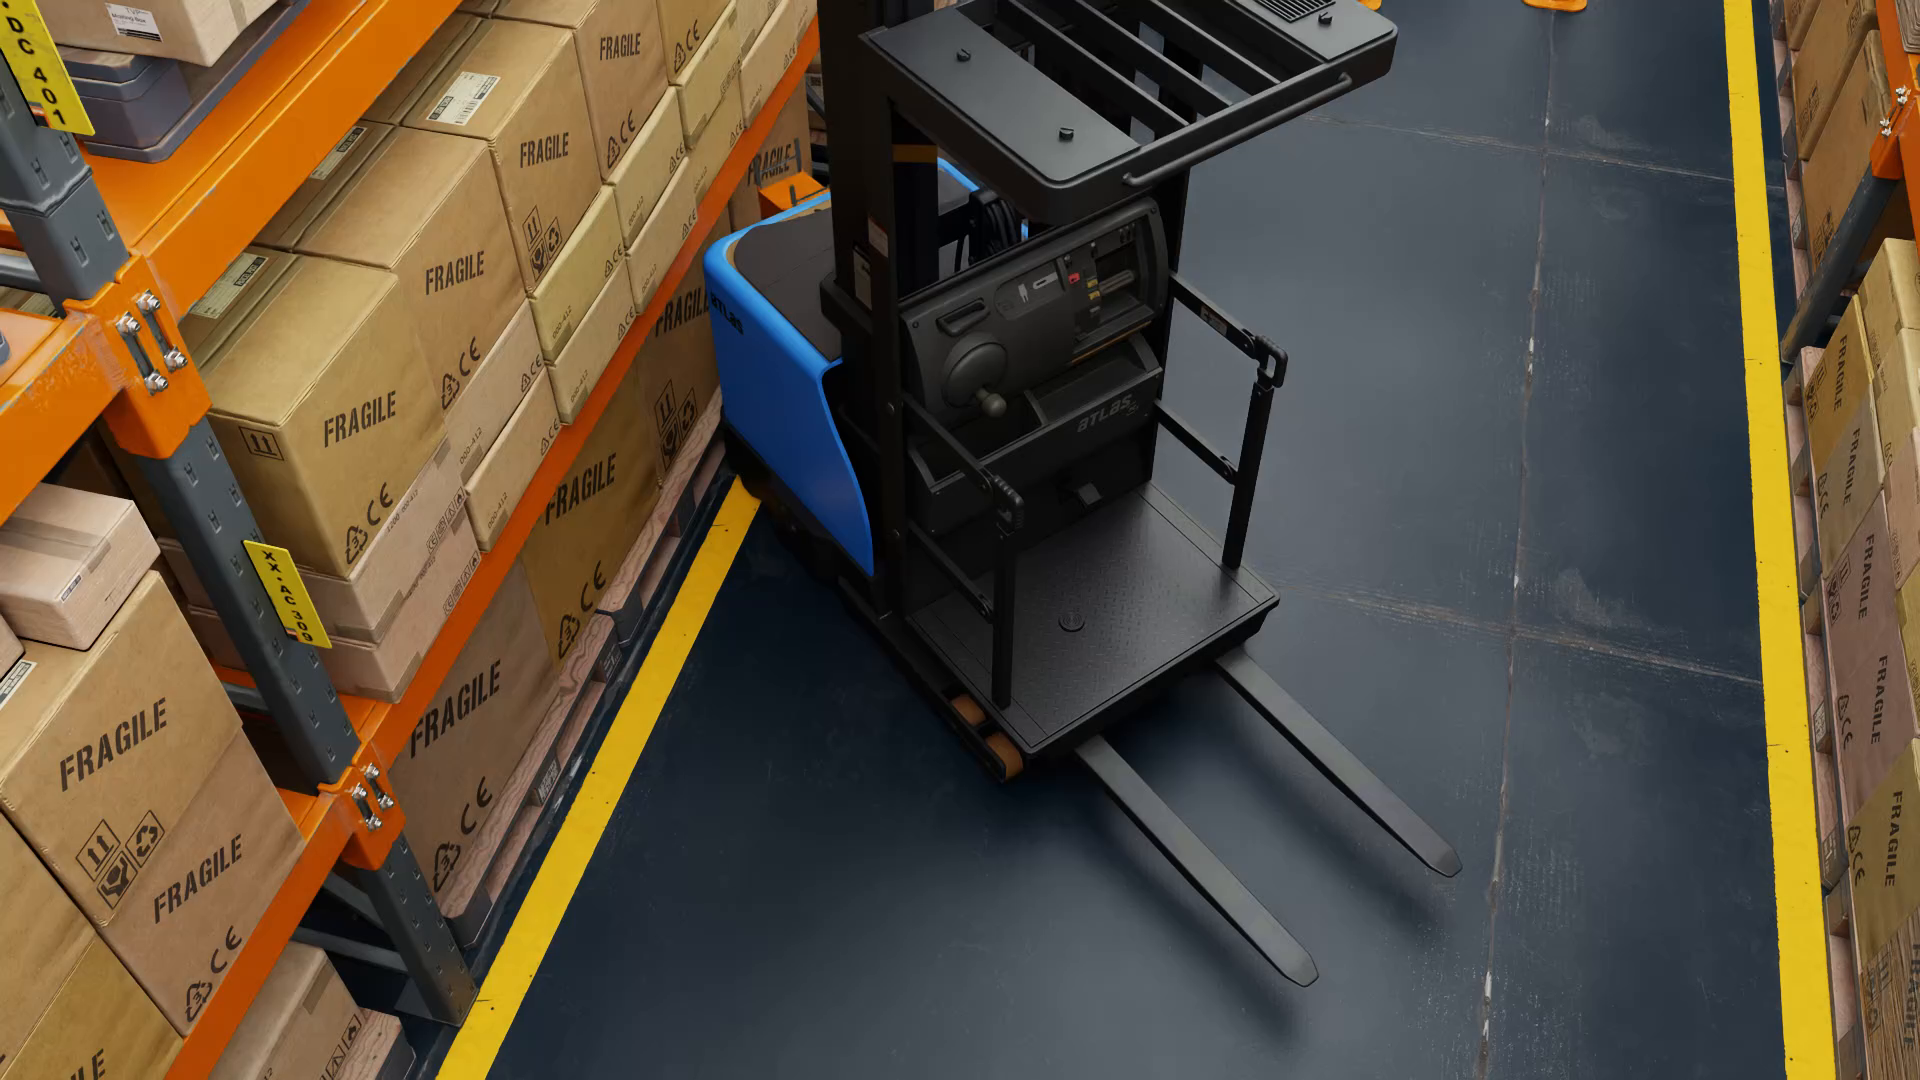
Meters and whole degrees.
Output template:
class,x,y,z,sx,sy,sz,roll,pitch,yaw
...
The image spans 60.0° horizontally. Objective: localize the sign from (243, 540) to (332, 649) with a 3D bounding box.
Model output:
class,x,y,z,sx,sy,sz,roll,pitch,yaw
sign,-1.418,0.119,3.514,0.100,0.325,0.005,12,50,10

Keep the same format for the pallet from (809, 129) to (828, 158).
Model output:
class,x,y,z,sx,sy,sz,roll,pitch,yaw
pallet,-0.694,-2.213,8.062,1.003,0.211,1.213,12,50,10

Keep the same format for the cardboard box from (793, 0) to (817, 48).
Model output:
class,x,y,z,sx,sy,sz,roll,pitch,yaw
cardboard box,-0.784,-2.104,6.206,0.500,0.250,0.500,10,49,9

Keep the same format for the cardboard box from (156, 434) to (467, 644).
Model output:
class,x,y,z,sx,sy,sz,roll,pitch,yaw
cardboard box,-1.566,-0.055,4.065,0.500,0.250,0.500,10,49,9

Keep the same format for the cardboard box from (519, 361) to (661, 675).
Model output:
class,x,y,z,sx,sy,sz,roll,pitch,yaw
cardboard box,-1.638,-0.232,5.591,0.875,0.875,0.875,13,50,11

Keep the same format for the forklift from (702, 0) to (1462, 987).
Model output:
class,x,y,z,sx,sy,sz,roll,pitch,yaw
forklift,0.371,-0.590,4.816,1.130,2.935,3.031,-29,55,-23

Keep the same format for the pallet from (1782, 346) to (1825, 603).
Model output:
class,x,y,z,sx,sy,sz,roll,pitch,yaw
pallet,3.694,-0.179,6.267,1.003,0.211,1.213,12,50,10

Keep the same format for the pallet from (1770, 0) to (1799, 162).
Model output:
class,x,y,z,sx,sy,sz,roll,pitch,yaw
pallet,4.504,-2.179,8.032,1.003,0.211,1.213,12,50,10

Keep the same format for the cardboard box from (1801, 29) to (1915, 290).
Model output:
class,x,y,z,sx,sy,sz,roll,pitch,yaw
cardboard box,4.148,-1.484,6.779,1.050,0.750,0.750,11,49,10

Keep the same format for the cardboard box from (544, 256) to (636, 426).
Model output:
class,x,y,z,sx,sy,sz,roll,pitch,yaw
cardboard box,-1.298,-0.636,4.910,0.500,0.250,0.500,11,50,10

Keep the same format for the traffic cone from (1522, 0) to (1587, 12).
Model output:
class,x,y,z,sx,sy,sz,roll,pitch,yaw
traffic cone,3.144,-3.048,8.632,0.336,0.463,0.334,12,50,10

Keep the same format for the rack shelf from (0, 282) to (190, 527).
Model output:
class,x,y,z,sx,sy,sz,roll,pitch,yaw
rack shelf,-2.480,1.015,1.833,1.077,0.370,4.000,12,50,10

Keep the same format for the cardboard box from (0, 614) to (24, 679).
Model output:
class,x,y,z,sx,sy,sz,roll,pitch,yaw
cardboard box,-1.902,0.199,2.907,0.380,0.149,0.250,13,50,11

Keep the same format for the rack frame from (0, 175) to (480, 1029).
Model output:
class,x,y,z,sx,sy,sz,roll,pitch,yaw
rack frame,-1.954,0.323,3.964,1.000,3.000,0.127,12,50,10

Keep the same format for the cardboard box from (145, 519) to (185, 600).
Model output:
class,x,y,z,sx,sy,sz,roll,pitch,yaw
cardboard box,-2.072,-0.160,4.157,0.500,0.250,0.500,12,50,10

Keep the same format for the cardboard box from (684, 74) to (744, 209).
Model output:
class,x,y,z,sx,sy,sz,roll,pitch,yaw
cardboard box,-1.051,-1.370,5.559,0.500,0.250,0.500,11,50,10

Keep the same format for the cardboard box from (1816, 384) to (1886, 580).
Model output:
class,x,y,z,sx,sy,sz,roll,pitch,yaw
cardboard box,3.340,-0.153,5.771,0.500,0.500,0.500,12,50,10

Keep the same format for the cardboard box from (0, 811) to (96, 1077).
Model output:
class,x,y,z,sx,sy,sz,roll,pitch,yaw
cardboard box,-1.953,0.720,2.880,0.500,0.500,0.500,11,49,9

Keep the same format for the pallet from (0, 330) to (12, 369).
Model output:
class,x,y,z,sx,sy,sz,roll,pitch,yaw
pallet,-2.179,-0.051,2.352,1.003,0.211,1.213,12,50,10

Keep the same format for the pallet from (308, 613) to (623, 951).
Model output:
class,x,y,z,sx,sy,sz,roll,pitch,yaw
pallet,-1.824,0.673,5.516,1.003,0.211,1.213,12,50,10

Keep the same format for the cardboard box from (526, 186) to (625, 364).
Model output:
class,x,y,z,sx,sy,sz,roll,pitch,yaw
cardboard box,-1.297,-0.798,4.720,0.500,0.250,0.500,12,50,11

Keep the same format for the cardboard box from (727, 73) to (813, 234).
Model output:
class,x,y,z,sx,sy,sz,roll,pitch,yaw
cardboard box,-1.163,-1.523,6.731,0.875,0.875,0.875,11,50,10

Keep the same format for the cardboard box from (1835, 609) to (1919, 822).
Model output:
class,x,y,z,sx,sy,sz,roll,pitch,yaw
cardboard box,3.075,0.589,5.117,0.500,0.500,0.500,11,49,9

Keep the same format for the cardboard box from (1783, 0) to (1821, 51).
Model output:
class,x,y,z,sx,sy,sz,roll,pitch,yaw
cardboard box,4.620,-2.791,7.933,1.050,0.750,0.750,12,50,10

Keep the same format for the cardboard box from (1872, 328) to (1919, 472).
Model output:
class,x,y,z,sx,sy,sz,roll,pitch,yaw
cardboard box,3.353,-0.409,5.497,0.500,0.250,0.500,11,49,10

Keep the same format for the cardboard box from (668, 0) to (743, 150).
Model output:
class,x,y,z,sx,sy,sz,roll,pitch,yaw
cardboard box,-1.030,-1.540,5.375,0.500,0.250,0.500,10,49,9

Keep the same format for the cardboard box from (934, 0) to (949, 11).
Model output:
class,x,y,z,sx,sy,sz,roll,pitch,yaw
cardboard box,-0.556,-2.782,8.177,0.950,0.372,0.625,11,49,9

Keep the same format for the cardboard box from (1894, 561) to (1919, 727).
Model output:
class,x,y,z,sx,sy,sz,roll,pitch,yaw
cardboard box,3.074,0.324,4.851,0.500,0.250,0.500,10,49,8

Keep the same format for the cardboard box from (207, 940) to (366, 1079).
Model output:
class,x,y,z,sx,sy,sz,roll,pitch,yaw
cardboard box,-2.223,1.465,4.385,0.875,0.438,0.875,11,49,9

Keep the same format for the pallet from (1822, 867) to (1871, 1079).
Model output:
class,x,y,z,sx,sy,sz,roll,pitch,yaw
pallet,3.052,1.586,4.709,1.003,0.211,1.213,12,50,10

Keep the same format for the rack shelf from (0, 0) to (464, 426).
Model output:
class,x,y,z,sx,sy,sz,roll,pitch,yaw
rack shelf,-1.428,-1.878,4.386,1.077,0.370,4.000,12,50,10

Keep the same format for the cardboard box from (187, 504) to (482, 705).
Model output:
class,x,y,z,sx,sy,sz,roll,pitch,yaw
cardboard box,-1.583,0.106,4.255,0.500,0.250,0.500,11,49,9

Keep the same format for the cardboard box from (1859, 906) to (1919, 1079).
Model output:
class,x,y,z,sx,sy,sz,roll,pitch,yaw
cardboard box,2.800,1.330,4.463,0.500,0.500,0.500,11,49,9

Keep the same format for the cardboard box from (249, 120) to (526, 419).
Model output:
class,x,y,z,sx,sy,sz,roll,pitch,yaw
cardboard box,-1.454,-0.676,4.112,0.500,0.500,0.500,11,50,10

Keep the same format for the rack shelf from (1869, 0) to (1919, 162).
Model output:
class,x,y,z,sx,sy,sz,roll,pitch,yaw
rack shelf,4.427,-2.875,7.267,1.077,0.370,4.000,12,50,10

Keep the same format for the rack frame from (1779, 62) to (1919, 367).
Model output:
class,x,y,z,sx,sy,sz,roll,pitch,yaw
rack frame,3.901,-1.667,5.720,1.000,3.000,0.127,12,50,10

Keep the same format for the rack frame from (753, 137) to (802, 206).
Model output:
class,x,y,z,sx,sy,sz,roll,pitch,yaw
rack frame,-0.659,-1.082,6.505,0.200,1.050,0.008,-30,52,-24

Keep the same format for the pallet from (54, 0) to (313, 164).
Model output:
class,x,y,z,sx,sy,sz,roll,pitch,yaw
pallet,-1.760,-1.279,3.505,0.805,0.209,1.217,10,49,9

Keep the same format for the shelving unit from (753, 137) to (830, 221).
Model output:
class,x,y,z,sx,sy,sz,roll,pitch,yaw
shelving unit,-0.585,-1.015,6.436,0.215,1.050,0.252,-30,52,-24

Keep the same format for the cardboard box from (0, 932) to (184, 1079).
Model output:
class,x,y,z,sx,sy,sz,roll,pitch,yaw
cardboard box,-1.959,1.049,3.257,0.500,0.500,0.500,10,49,9

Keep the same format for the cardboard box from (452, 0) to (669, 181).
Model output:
class,x,y,z,sx,sy,sz,roll,pitch,yaw
cardboard box,-1.189,-1.413,4.763,0.500,0.500,0.500,11,49,9
